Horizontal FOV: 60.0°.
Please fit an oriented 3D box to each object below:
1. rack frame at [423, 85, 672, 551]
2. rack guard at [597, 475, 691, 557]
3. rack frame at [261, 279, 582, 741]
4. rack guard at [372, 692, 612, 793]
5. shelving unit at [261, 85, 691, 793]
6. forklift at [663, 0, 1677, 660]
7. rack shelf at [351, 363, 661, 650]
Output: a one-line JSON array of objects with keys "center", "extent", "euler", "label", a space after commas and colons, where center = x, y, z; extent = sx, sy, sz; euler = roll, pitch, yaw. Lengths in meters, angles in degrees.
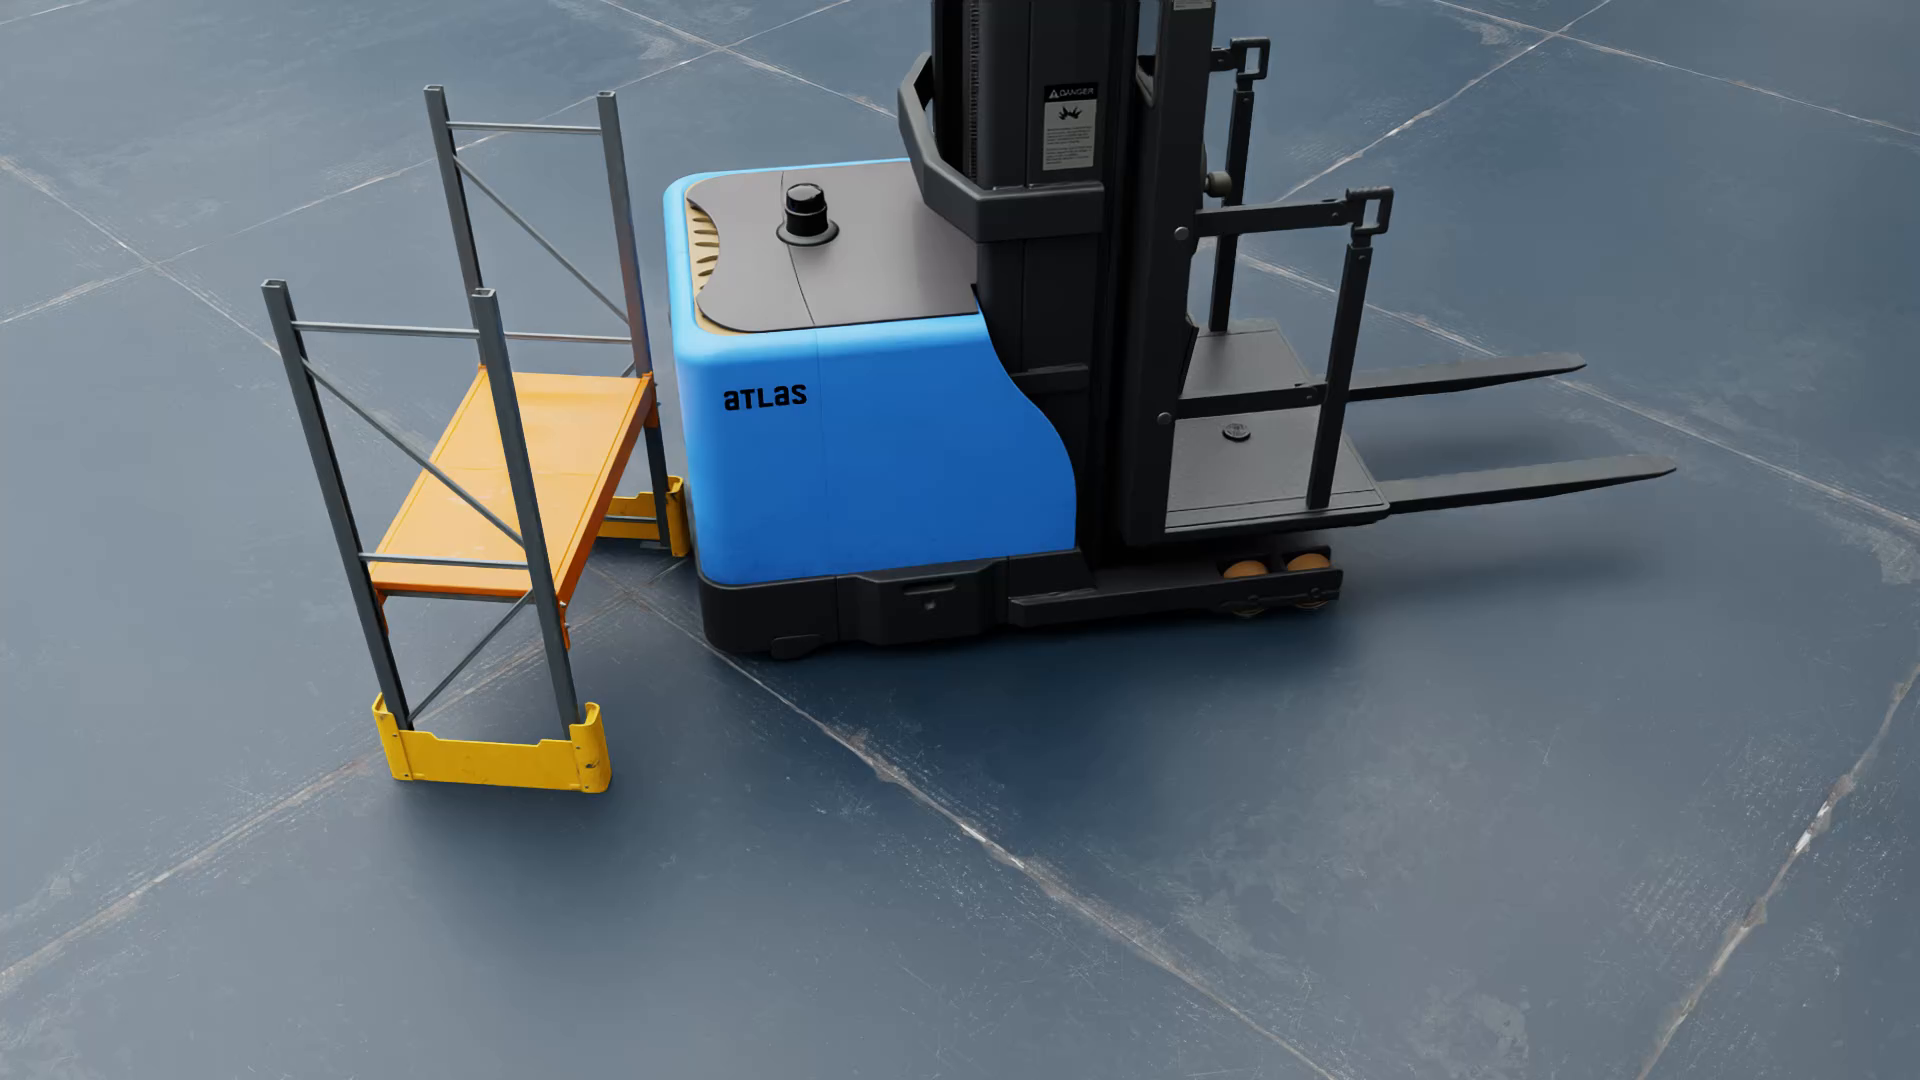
[{"center": [-1.141, -0.576, 4.770], "extent": [0.500, 1.500, 0.032], "euler": [3, 39, 4], "label": "rack frame"}, {"center": [-1.141, -0.086, 5.158], "extent": [0.587, 0.250, 0.087], "euler": [3, 39, 4], "label": "rack guard"}, {"center": [-1.229, 0.054, 3.977], "extent": [0.500, 1.500, 0.032], "euler": [3, 39, 4], "label": "rack frame"}, {"center": [-1.228, 0.531, 4.381], "extent": [0.587, 0.250, 0.087], "euler": [3, 39, 4], "label": "rack guard"}, {"center": [-1.184, -0.267, 4.380], "extent": [0.587, 1.500, 1.083], "euler": [3, 39, 4], "label": "shelving unit"}, {"center": [0.684, -1.240, 4.454], "extent": [3.031, 2.935, 1.130], "euler": [-6, 39, -8], "label": "forklift"}, {"center": [-1.185, -0.120, 4.485], "extent": [0.538, 0.185, 1.000], "euler": [3, 39, 4], "label": "rack shelf"}]
